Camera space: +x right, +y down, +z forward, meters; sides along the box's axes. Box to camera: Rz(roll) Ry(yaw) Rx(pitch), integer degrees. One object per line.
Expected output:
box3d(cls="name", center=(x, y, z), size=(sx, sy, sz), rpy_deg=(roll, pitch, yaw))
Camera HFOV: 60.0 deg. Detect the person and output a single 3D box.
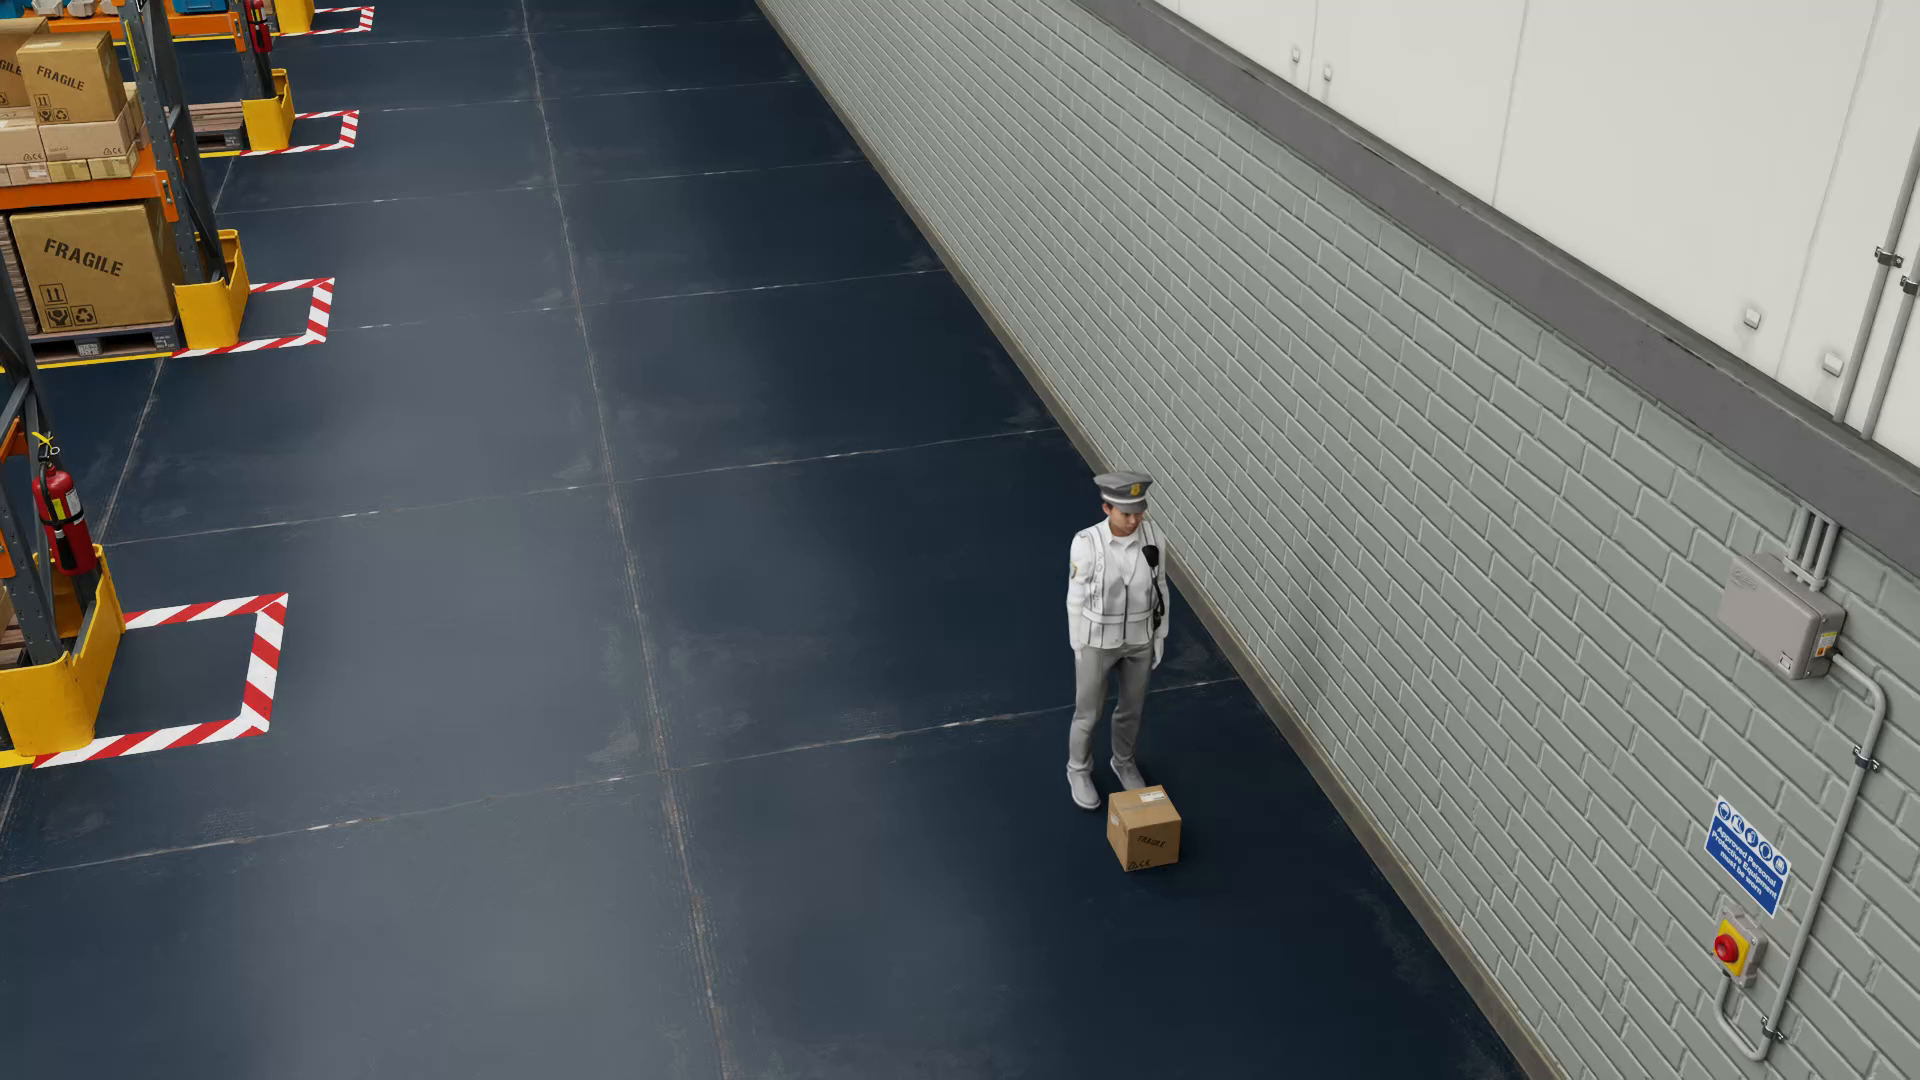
box3d(cls="person", center=(0.710, 0.460, 7.463), size=(0.467, 1.703, 0.338), rpy_deg=(-7, 31, -12))
